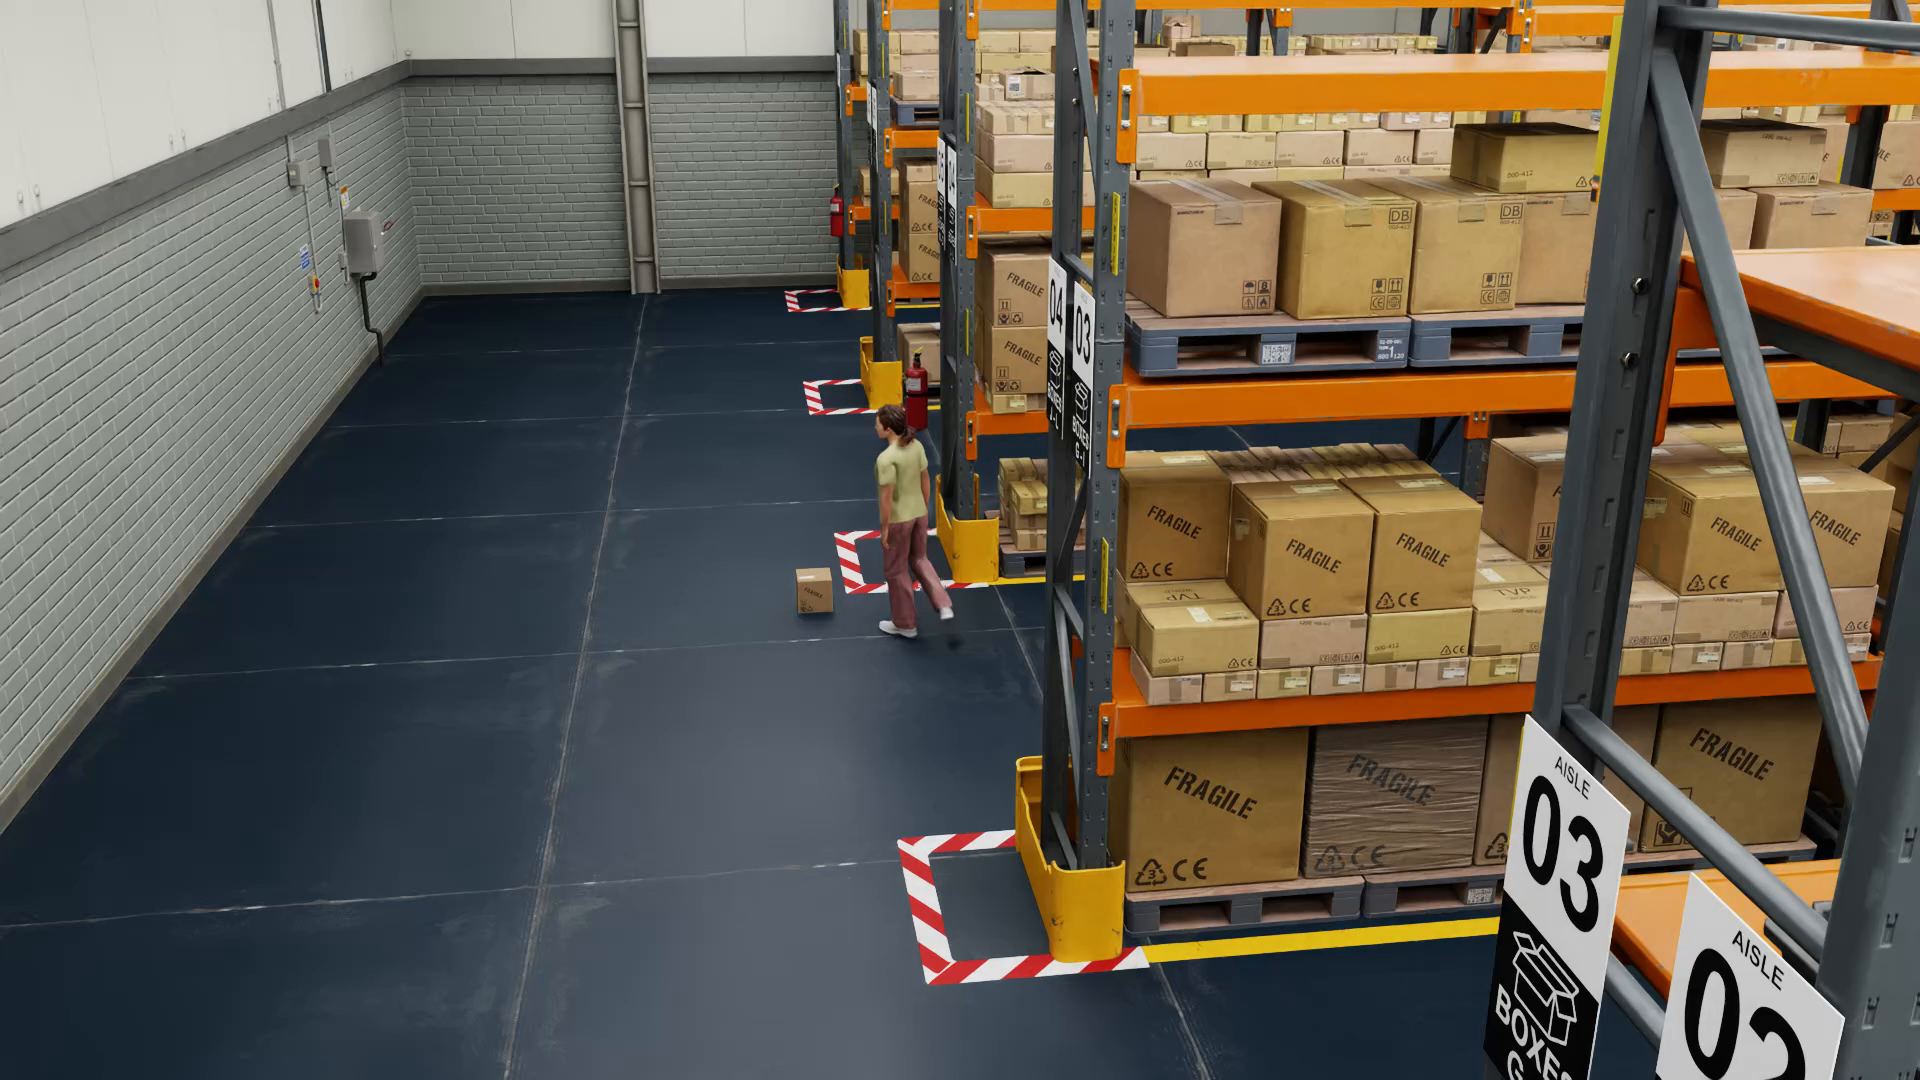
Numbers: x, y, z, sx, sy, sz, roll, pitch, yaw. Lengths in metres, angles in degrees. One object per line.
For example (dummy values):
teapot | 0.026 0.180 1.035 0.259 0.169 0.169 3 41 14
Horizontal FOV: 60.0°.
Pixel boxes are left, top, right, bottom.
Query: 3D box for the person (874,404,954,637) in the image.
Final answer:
person | -0.319 -0.110 11.370 0.563 1.669 0.512 17 26 38
